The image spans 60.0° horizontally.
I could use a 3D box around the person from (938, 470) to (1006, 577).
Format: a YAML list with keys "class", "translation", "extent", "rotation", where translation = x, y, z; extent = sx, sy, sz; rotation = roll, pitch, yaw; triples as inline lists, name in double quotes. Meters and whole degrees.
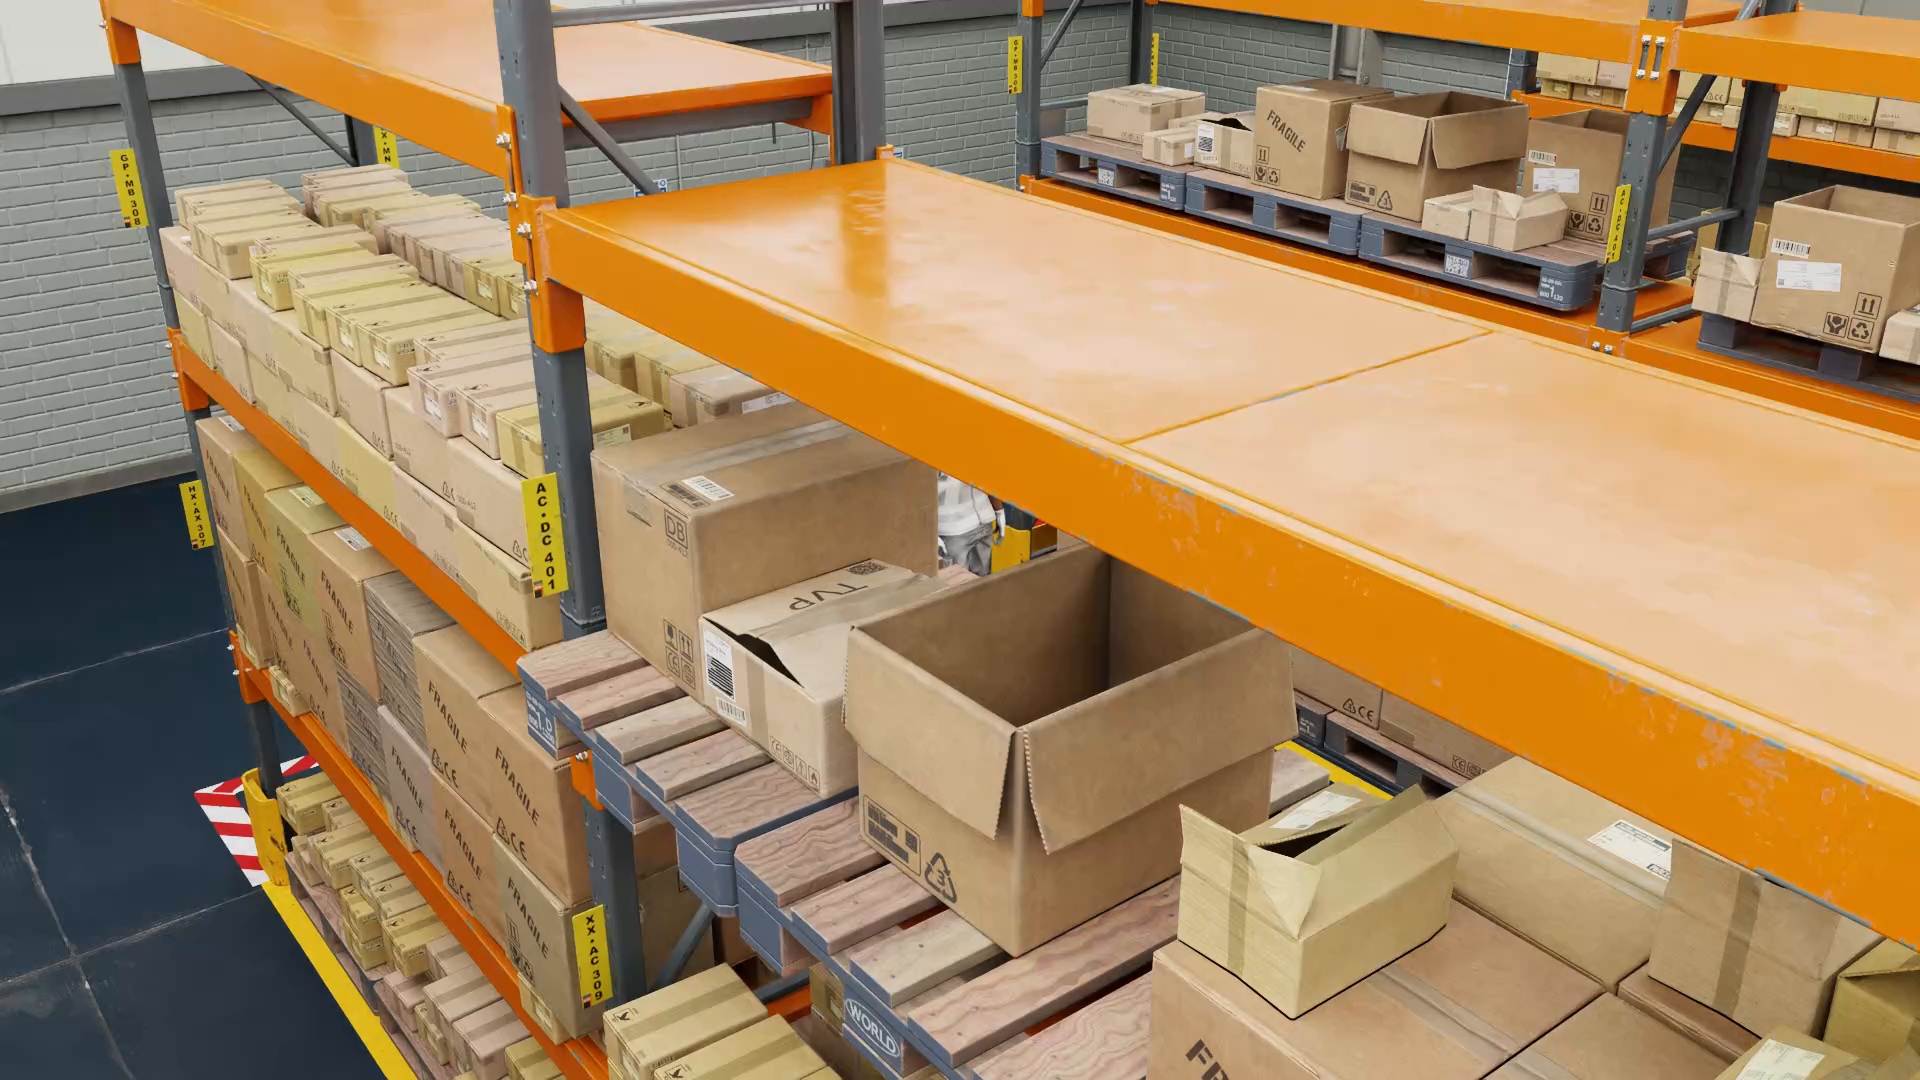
- class: "person"
  translation: [0.067, -0.044, 9.988]
  extent: [0.576, 1.782, 0.656]
  rotation: [22, 33, 40]
